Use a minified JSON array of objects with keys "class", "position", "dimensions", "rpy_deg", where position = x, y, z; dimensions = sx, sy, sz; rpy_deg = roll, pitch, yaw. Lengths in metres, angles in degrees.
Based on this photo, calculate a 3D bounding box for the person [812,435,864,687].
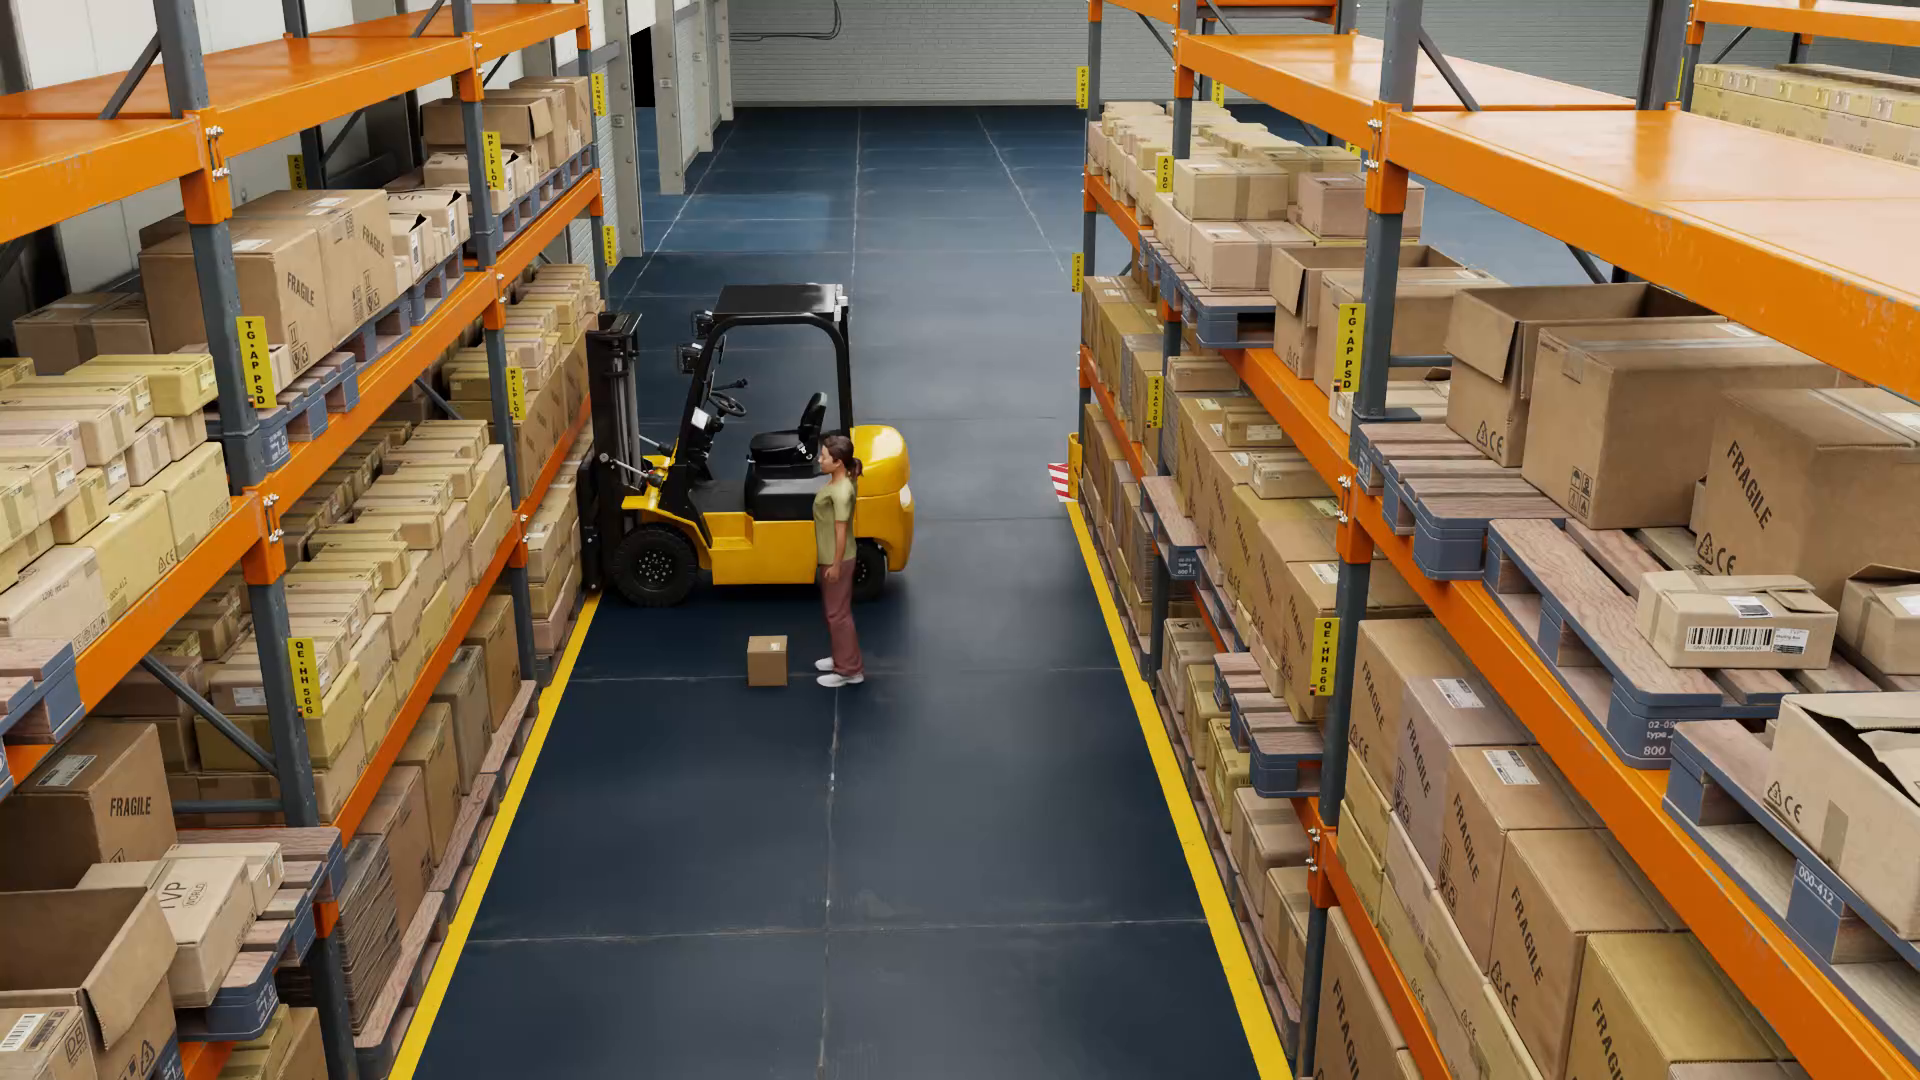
[{"class":"person","position":[-0.784,0.129,10.751],"dimensions":[0.362,1.672,0.440],"rpy_deg":[-1,20,-2]}]
